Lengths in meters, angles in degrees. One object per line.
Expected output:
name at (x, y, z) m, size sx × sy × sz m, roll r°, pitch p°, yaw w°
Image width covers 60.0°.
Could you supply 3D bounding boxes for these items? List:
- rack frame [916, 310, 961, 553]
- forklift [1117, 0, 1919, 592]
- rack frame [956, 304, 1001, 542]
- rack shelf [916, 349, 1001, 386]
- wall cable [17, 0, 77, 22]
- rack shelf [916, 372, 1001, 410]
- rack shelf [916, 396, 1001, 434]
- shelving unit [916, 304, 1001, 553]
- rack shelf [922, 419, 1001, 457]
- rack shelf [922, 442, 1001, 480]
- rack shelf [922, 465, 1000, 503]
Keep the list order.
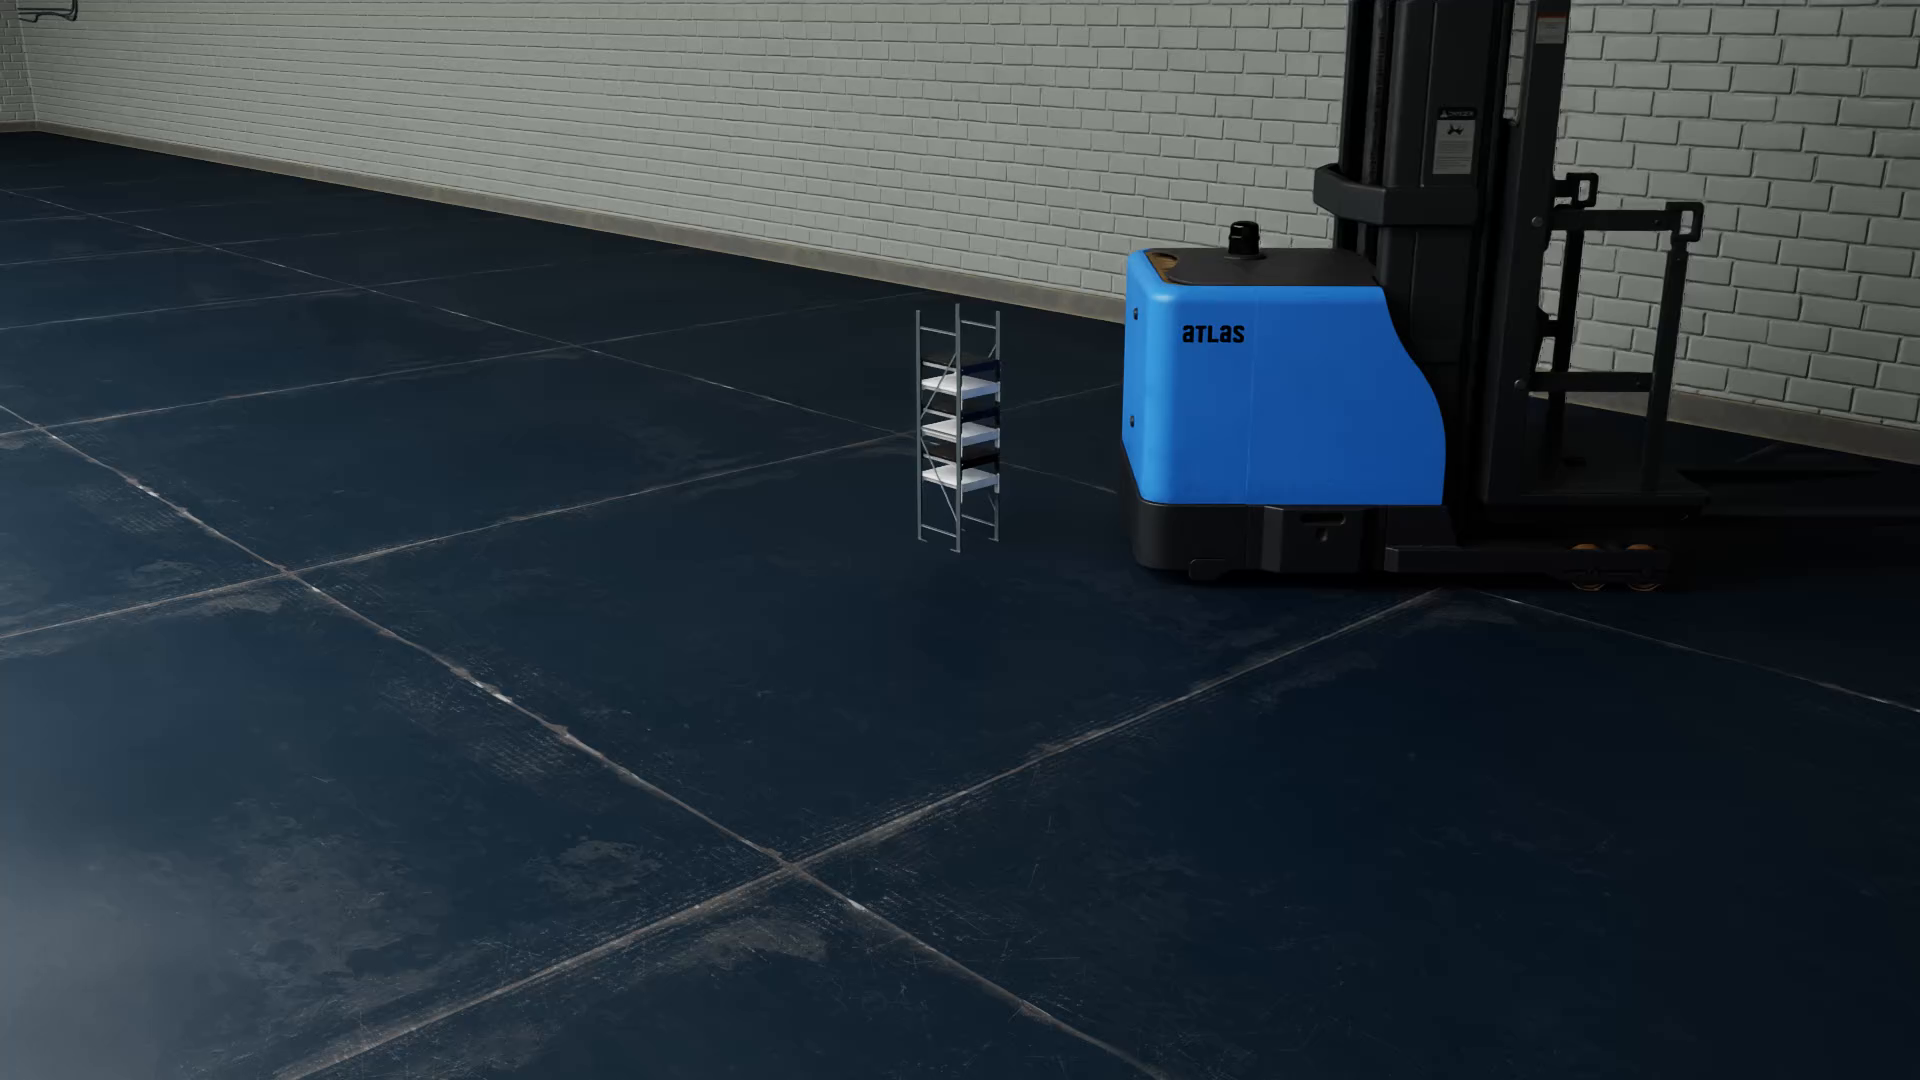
rack frame at (-0.080, -0.405, 6.274) m, size 0.006 × 0.900 × 0.240 m, roll -16°, pitch 24°, yaw -41°
forklift at (2.155, -1.377, 5.978) m, size 3.031 × 2.935 × 1.130 m, roll 0°, pitch 18°, yaw 1°
rack frame at (0.068, -0.448, 6.407) m, size 0.006 × 0.900 × 0.240 m, roll -16°, pitch 24°, yaw -41°
rack shelf at (-0.006, -0.651, 6.268) m, size 0.200 × 0.077 × 0.258 m, roll -16°, pitch 24°, yaw -41°
wall cable at (-13.951, -9.095, 24.981) m, size 0.112 × 2.526 × 3.097 m, roll -16°, pitch 24°, yaw -41°
rack shelf at (-0.006, -0.566, 6.295) m, size 0.200 × 0.077 × 0.258 m, roll -16°, pitch 24°, yaw -41°
rack shelf at (-0.006, -0.480, 6.323) m, size 0.200 × 0.077 × 0.258 m, roll -16°, pitch 24°, yaw -41°
shelving unit at (-0.006, -0.426, 6.341) m, size 0.210 × 0.900 × 0.258 m, roll -16°, pitch 24°, yaw -41°
rack shelf at (-0.006, -0.395, 6.351) m, size 0.200 × 0.077 × 0.258 m, roll -16°, pitch 24°, yaw -41°
rack shelf at (-0.006, -0.309, 6.379) m, size 0.200 × 0.077 × 0.258 m, roll -16°, pitch 24°, yaw -41°
rack shelf at (-0.006, -0.223, 6.406) m, size 0.200 × 0.077 × 0.258 m, roll -16°, pitch 24°, yaw -41°
